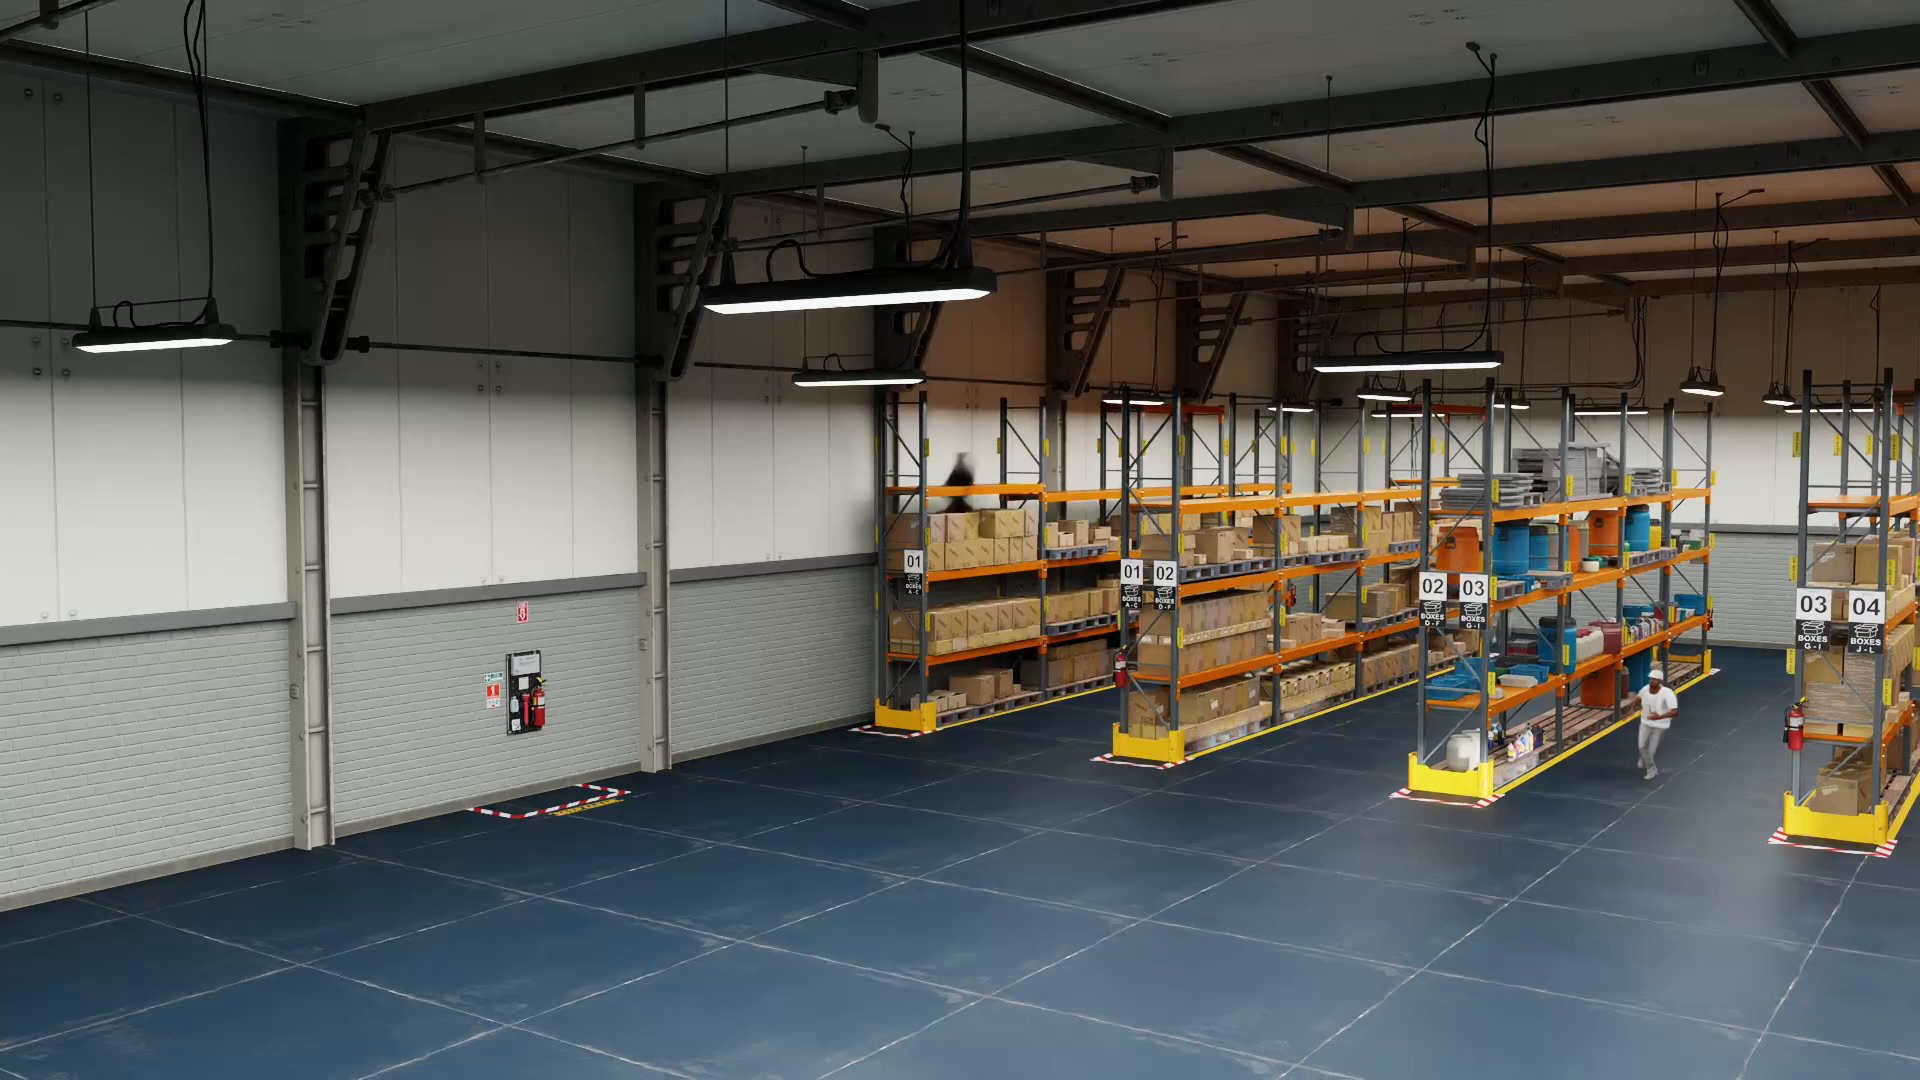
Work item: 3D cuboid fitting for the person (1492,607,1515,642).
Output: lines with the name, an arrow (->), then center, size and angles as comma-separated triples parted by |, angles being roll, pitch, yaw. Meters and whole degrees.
person -> 13.609, 1.949, 41.676 | 0.578, 1.550, 0.884 | -1, 3, -11

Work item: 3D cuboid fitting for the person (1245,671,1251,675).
person -> 6.035, 2.151, 35.612 | 0.636, 1.820, 0.726 | 1, 3, 25

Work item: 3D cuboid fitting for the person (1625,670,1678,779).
person -> 10.515, 2.786, 25.240 | 0.814, 1.694, 0.637 | 3, 4, 40
